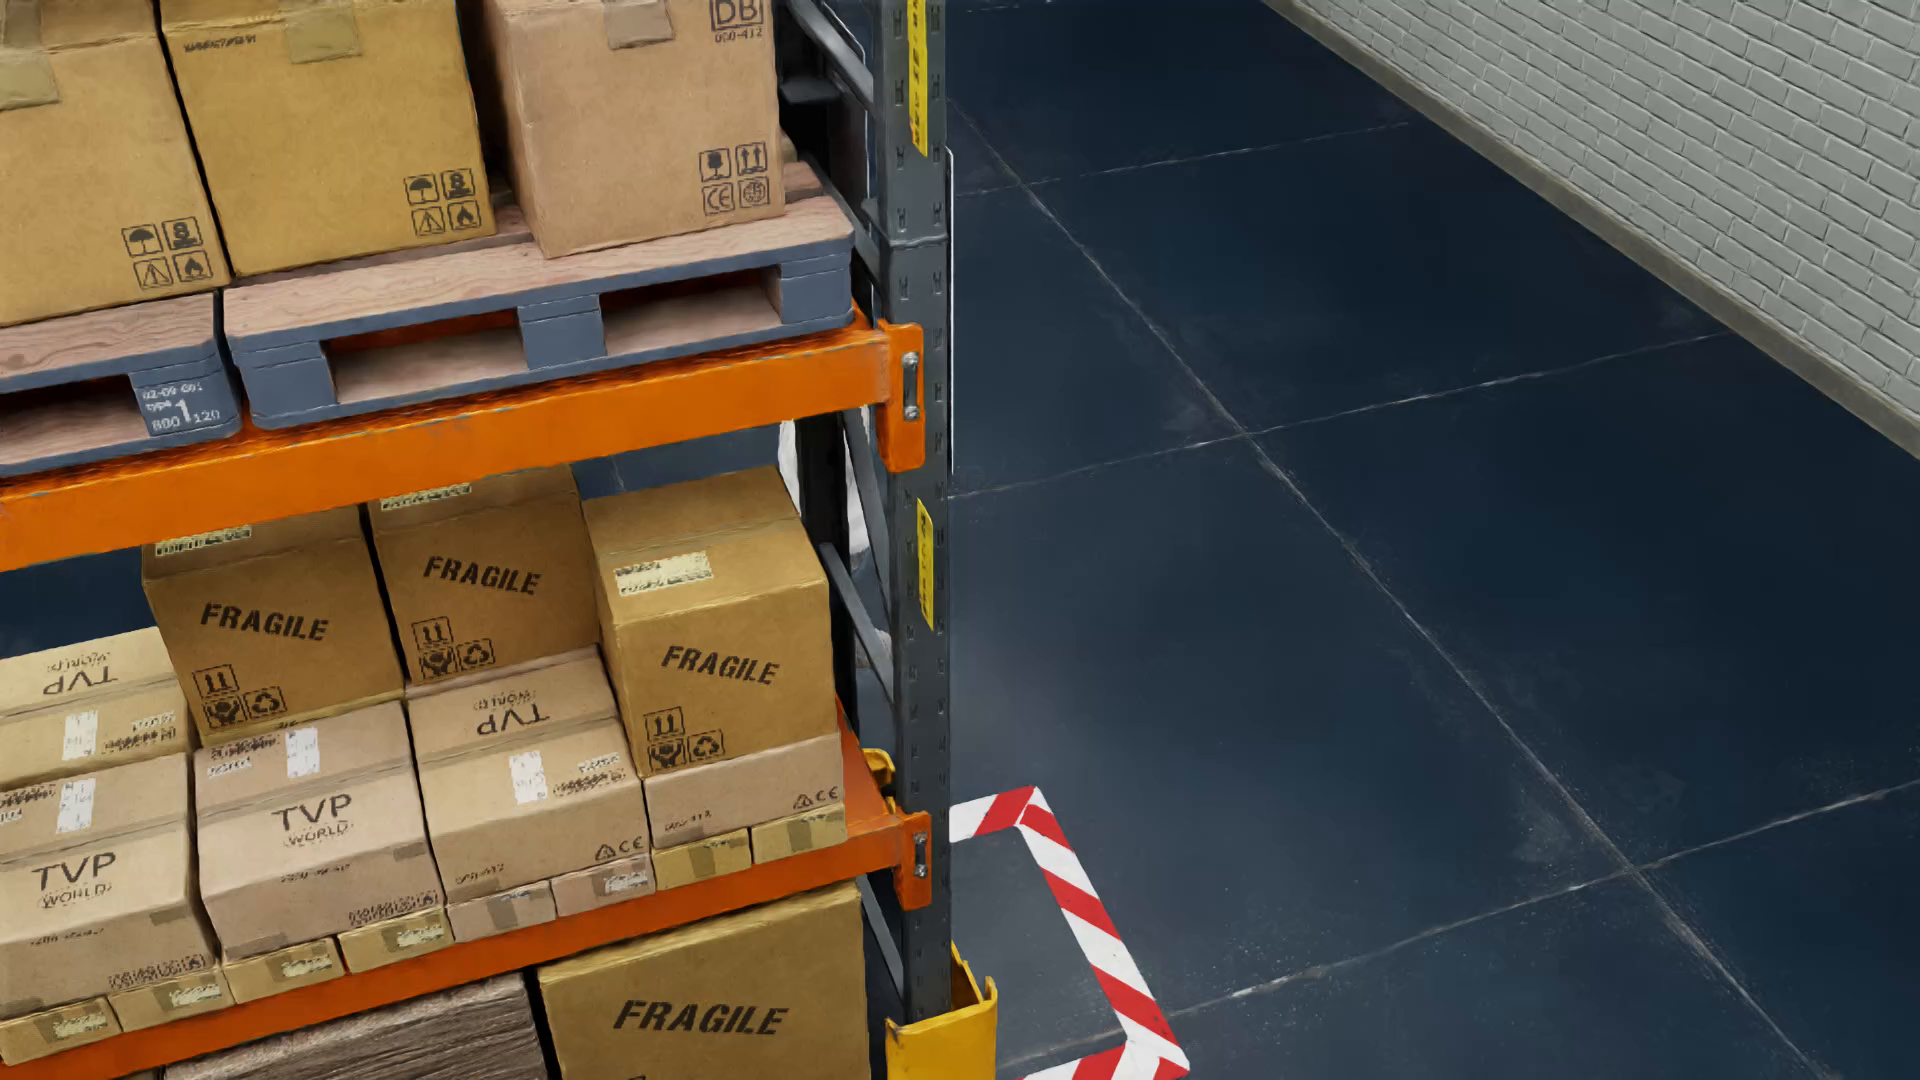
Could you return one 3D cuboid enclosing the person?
[{"bbox_3d":[-0.457,-0.048,6.178,0.669,1.758,0.606,-3,38,-4],"label":"person"}]
